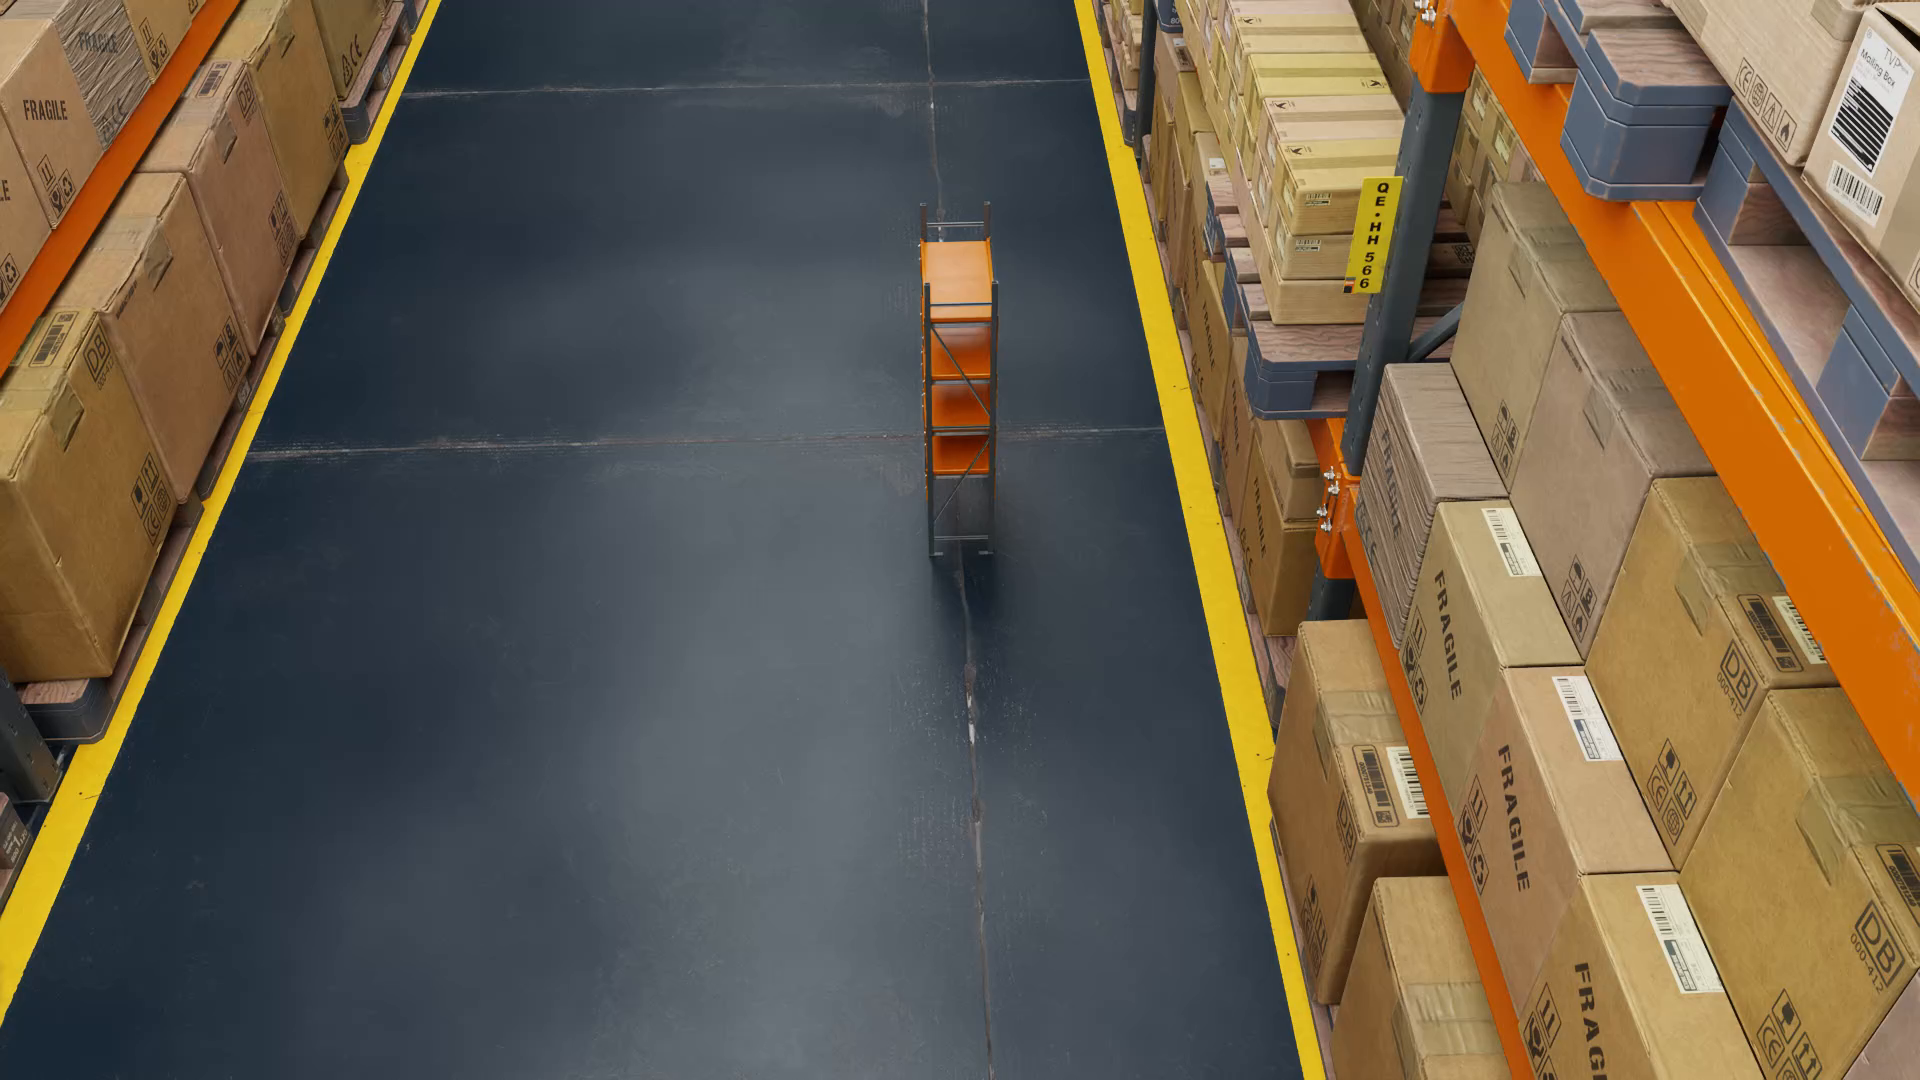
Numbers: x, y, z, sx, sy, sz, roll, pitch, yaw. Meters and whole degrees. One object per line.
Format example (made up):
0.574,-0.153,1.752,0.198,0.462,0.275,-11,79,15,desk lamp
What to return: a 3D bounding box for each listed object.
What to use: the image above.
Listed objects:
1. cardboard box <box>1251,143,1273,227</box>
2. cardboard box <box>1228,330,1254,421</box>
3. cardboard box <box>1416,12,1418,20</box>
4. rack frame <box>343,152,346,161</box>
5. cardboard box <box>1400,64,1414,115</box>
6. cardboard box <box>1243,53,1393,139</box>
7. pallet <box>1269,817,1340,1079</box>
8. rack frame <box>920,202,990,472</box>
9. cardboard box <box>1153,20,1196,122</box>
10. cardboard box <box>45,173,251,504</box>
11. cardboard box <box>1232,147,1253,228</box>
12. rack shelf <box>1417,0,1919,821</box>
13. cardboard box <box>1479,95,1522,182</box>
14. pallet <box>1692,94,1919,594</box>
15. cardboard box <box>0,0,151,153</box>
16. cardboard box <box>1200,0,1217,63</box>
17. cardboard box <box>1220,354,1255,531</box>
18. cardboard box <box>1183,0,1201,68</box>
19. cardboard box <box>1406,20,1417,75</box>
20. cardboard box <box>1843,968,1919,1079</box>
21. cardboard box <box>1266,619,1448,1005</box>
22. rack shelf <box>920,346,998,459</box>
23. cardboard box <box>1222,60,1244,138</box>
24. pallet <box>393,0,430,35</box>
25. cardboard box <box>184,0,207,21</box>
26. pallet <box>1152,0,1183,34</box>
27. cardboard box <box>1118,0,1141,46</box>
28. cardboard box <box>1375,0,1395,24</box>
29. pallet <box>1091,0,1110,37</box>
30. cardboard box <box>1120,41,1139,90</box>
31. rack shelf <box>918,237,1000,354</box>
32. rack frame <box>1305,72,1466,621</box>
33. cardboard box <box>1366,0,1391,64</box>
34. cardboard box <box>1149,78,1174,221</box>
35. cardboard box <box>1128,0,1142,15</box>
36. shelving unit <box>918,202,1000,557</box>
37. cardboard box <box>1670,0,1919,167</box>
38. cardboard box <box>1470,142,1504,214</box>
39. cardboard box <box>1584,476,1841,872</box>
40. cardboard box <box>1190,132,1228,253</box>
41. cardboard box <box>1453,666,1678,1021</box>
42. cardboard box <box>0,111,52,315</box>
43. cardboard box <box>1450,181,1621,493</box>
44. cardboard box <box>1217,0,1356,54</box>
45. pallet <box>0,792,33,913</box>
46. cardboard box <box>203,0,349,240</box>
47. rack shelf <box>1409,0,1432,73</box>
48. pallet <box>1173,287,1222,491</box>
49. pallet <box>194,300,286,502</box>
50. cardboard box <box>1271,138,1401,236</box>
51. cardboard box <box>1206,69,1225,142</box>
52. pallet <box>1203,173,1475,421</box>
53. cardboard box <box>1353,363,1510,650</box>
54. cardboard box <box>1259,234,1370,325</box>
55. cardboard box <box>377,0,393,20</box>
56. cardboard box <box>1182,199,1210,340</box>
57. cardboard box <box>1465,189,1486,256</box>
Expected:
1.056,-1.033,4.812,0.380,0.149,0.250,0,43,0,cardboard box
1.222,-0.665,5.740,0.500,0.250,0.500,-1,43,-1,cardboard box
1.675,-1.668,5.285,0.380,0.149,0.250,0,43,0,cardboard box
-3.584,-2.987,7.289,1.000,3.000,0.127,-2,43,-2,rack frame
1.678,-1.456,5.493,0.380,0.149,0.250,0,43,0,cardboard box
1.047,-1.306,4.890,0.380,0.149,0.250,0,43,0,cardboard box
1.504,1.202,4.783,1.003,0.211,1.213,-2,43,-2,pallet
-0.017,-0.719,6.146,0.240,1.200,0.015,-2,43,-2,rack frame
1.143,-2.064,7.266,0.500,0.250,0.500,-3,43,-4,cardboard box
-3.453,-0.726,6.084,1.225,0.875,0.875,-2,43,-2,cardboard box
1.045,-1.084,5.088,0.380,0.149,0.250,-1,43,-1,cardboard box
1.630,0.149,2.180,1.077,0.370,4.000,-2,43,-2,rack shelf
1.705,-1.141,4.710,0.380,0.149,0.250,-3,43,-3,cardboard box
1.676,-0.209,2.178,1.003,0.211,1.213,0,43,0,pallet
-3.232,-1.691,5.801,0.500,0.500,0.500,-1,43,-2,cardboard box
1.012,-1.724,5.565,0.380,0.149,0.250,-1,43,-1,cardboard box
1.238,-0.381,5.985,0.500,0.500,0.500,0,43,0,cardboard box
1.001,-1.792,5.861,0.380,0.149,0.250,-3,43,-4,cardboard box
1.676,-1.566,5.394,0.380,0.149,0.250,-2,43,-2,cardboard box
1.643,0.911,2.222,0.700,0.500,0.500,-1,43,-1,cardboard box
1.481,0.728,4.590,1.050,0.750,0.750,-2,43,-2,cardboard box
-0.007,-0.504,6.012,0.258,0.148,0.480,-2,43,-2,rack shelf
1.032,-1.379,5.190,0.380,0.149,0.250,-2,43,-2,cardboard box
-3.593,-3.300,9.694,1.003,0.211,1.213,-2,43,-2,pallet
-3.277,-2.382,6.554,0.500,0.500,0.500,0,43,0,cardboard box
1.263,-2.470,6.867,1.003,0.211,1.213,-2,43,-2,pallet
1.021,-2.660,8.511,0.380,0.149,0.250,-4,43,-4,cardboard box
1.654,-1.916,5.775,0.380,0.149,0.250,0,43,0,cardboard box
1.257,-3.311,9.706,1.003,0.211,1.213,-2,43,-2,pallet
1.018,-2.420,8.469,0.380,0.149,0.250,-1,43,-1,cardboard box
-0.007,-0.844,5.701,0.258,0.148,0.480,-2,43,-2,rack shelf
1.545,-0.361,4.423,1.000,3.000,0.127,-2,43,-2,rack frame
1.660,-1.801,5.870,0.380,0.149,0.250,-3,43,-3,cardboard box
1.142,-1.788,7.520,0.500,0.500,0.500,0,43,0,cardboard box
1.050,-2.788,8.431,0.380,0.149,0.250,-1,43,-1,cardboard box
-0.007,-0.554,5.966,0.258,1.200,0.503,-2,43,-2,shelving unit
1.378,-0.770,2.376,0.500,0.250,0.500,-1,43,-1,cardboard box
1.712,-1.048,4.828,0.380,0.149,0.250,0,43,0,cardboard box
1.601,0.225,2.971,0.700,0.500,0.500,-2,43,-2,cardboard box
1.185,-1.360,6.498,0.500,0.250,0.500,0,43,0,cardboard box
1.340,0.597,3.305,0.500,0.500,0.500,-2,43,-2,cardboard box
-3.187,-1.007,5.055,0.500,0.500,0.500,-3,43,-3,cardboard box
1.554,-0.463,3.721,0.700,0.500,0.500,-2,43,-2,cardboard box
1.028,-1.649,5.264,0.380,0.149,0.250,-2,43,-2,cardboard box
-3.383,1.269,4.709,1.003,0.211,1.213,-2,43,-2,pallet
-3.537,-1.927,7.394,1.225,0.875,0.875,-2,43,-2,cardboard box
1.460,-2.551,5.126,1.077,0.370,4.000,-2,43,-2,rack shelf
1.465,-0.682,6.838,1.003,0.211,1.213,-2,43,-2,pallet
-3.421,-0.615,6.764,1.003,0.211,1.213,-2,43,-2,pallet
1.066,-0.960,4.512,0.380,0.149,0.250,-3,43,-3,cardboard box
1.025,-1.434,5.470,0.380,0.149,0.250,-3,43,-4,cardboard box
1.409,-0.768,5.010,1.213,0.211,1.003,-2,43,-2,pallet
1.295,-0.087,4.051,0.500,0.500,0.500,-1,43,-1,cardboard box
1.065,-0.743,4.715,0.380,0.149,0.250,-1,43,-1,cardboard box
-3.571,-3.414,9.016,0.875,0.875,0.875,-2,43,-2,cardboard box
1.202,-1.077,6.745,0.500,0.500,0.500,-1,43,-1,cardboard box
1.717,-0.912,4.900,0.380,0.149,0.250,0,43,0,cardboard box
